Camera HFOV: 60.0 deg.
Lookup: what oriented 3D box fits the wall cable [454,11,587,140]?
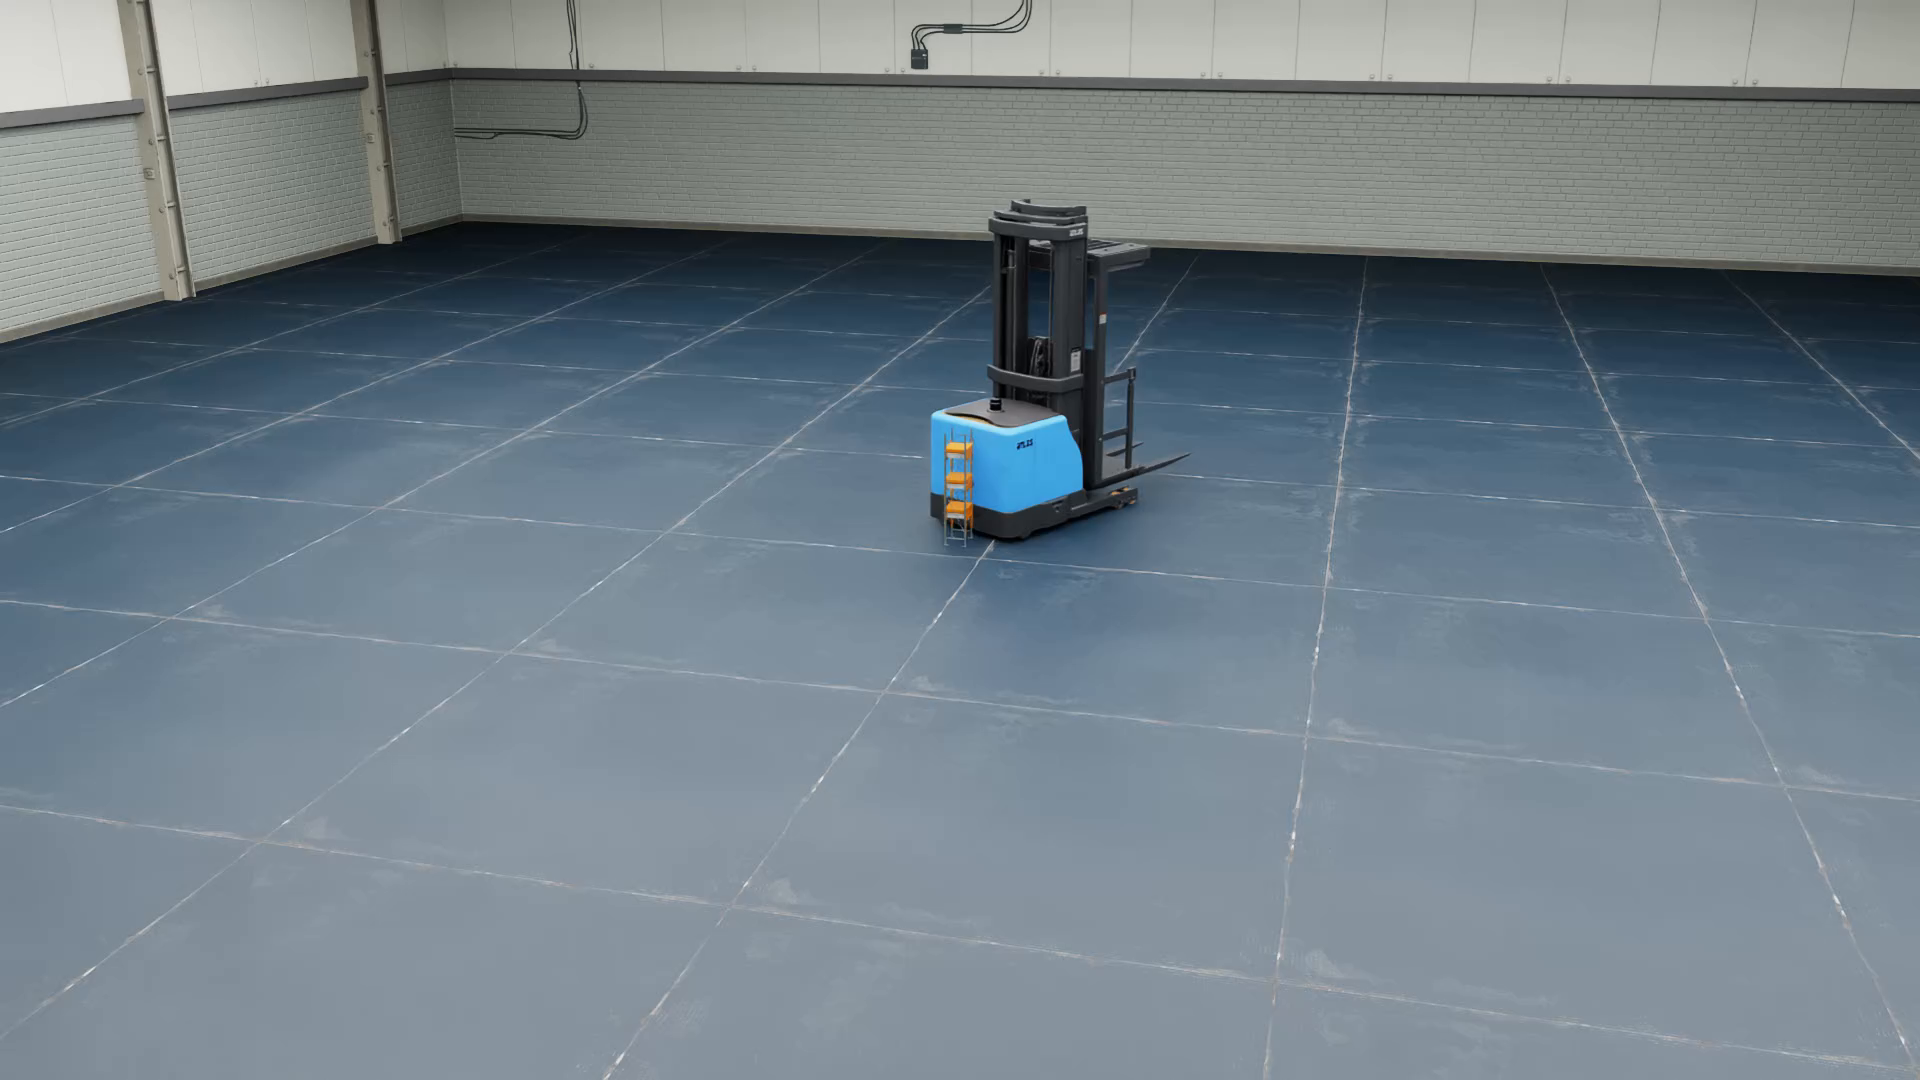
[{"bbox_3d":[-9.001,-9.355,33.522,3.097,2.526,0.112,5,19,13],"label":"wall cable"}]

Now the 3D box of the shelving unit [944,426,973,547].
[{"bbox_3d":[-0.013,-0.480,15.031,0.215,1.050,0.252,5,19,13],"label":"shelving unit"}]

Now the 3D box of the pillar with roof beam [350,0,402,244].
[{"bbox_3d":[-6.828,-9.666,29.627,9.100,9.000,0.400,5,19,13],"label":"pillar with roof beam"}]

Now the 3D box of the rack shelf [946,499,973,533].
[{"bbox_3d":[-0.013,-0.207,15.124,0.215,0.259,0.240,5,19,13],"label":"rack shelf"}]

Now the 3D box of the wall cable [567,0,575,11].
[{"bbox_3d":[-6.377,-11.532,32.080,3.097,2.526,0.112,5,19,13],"label":"wall cable"}]

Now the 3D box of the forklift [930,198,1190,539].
[{"bbox_3d":[1.097,-1.792,15.961,1.130,2.935,3.031,17,25,41],"label":"forklift"}]

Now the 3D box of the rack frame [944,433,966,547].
[{"bbox_3d":[-0.043,-0.442,14.919,0.200,1.050,0.008,5,19,13],"label":"rack frame"}]

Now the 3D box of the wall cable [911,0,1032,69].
[{"bbox_3d":[0.201,-11.680,30.261,2.305,6.003,0.169,5,19,13],"label":"wall cable"}]

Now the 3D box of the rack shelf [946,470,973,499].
[{"bbox_3d":[-0.013,-0.470,15.035,0.215,0.259,0.240,5,19,13],"label":"rack shelf"}]

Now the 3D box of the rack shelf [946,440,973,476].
[{"bbox_3d":[-0.013,-0.739,14.943,0.215,0.259,0.240,5,19,13],"label":"rack shelf"}]

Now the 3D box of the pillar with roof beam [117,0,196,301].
[{"bbox_3d":[-8.294,-7.785,24.121,9.100,9.000,0.400,5,19,13],"label":"pillar with roof beam"}]

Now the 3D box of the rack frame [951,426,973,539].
[{"bbox_3d":[0.017,-0.518,15.143,0.200,1.050,0.008,5,19,13],"label":"rack frame"}]
